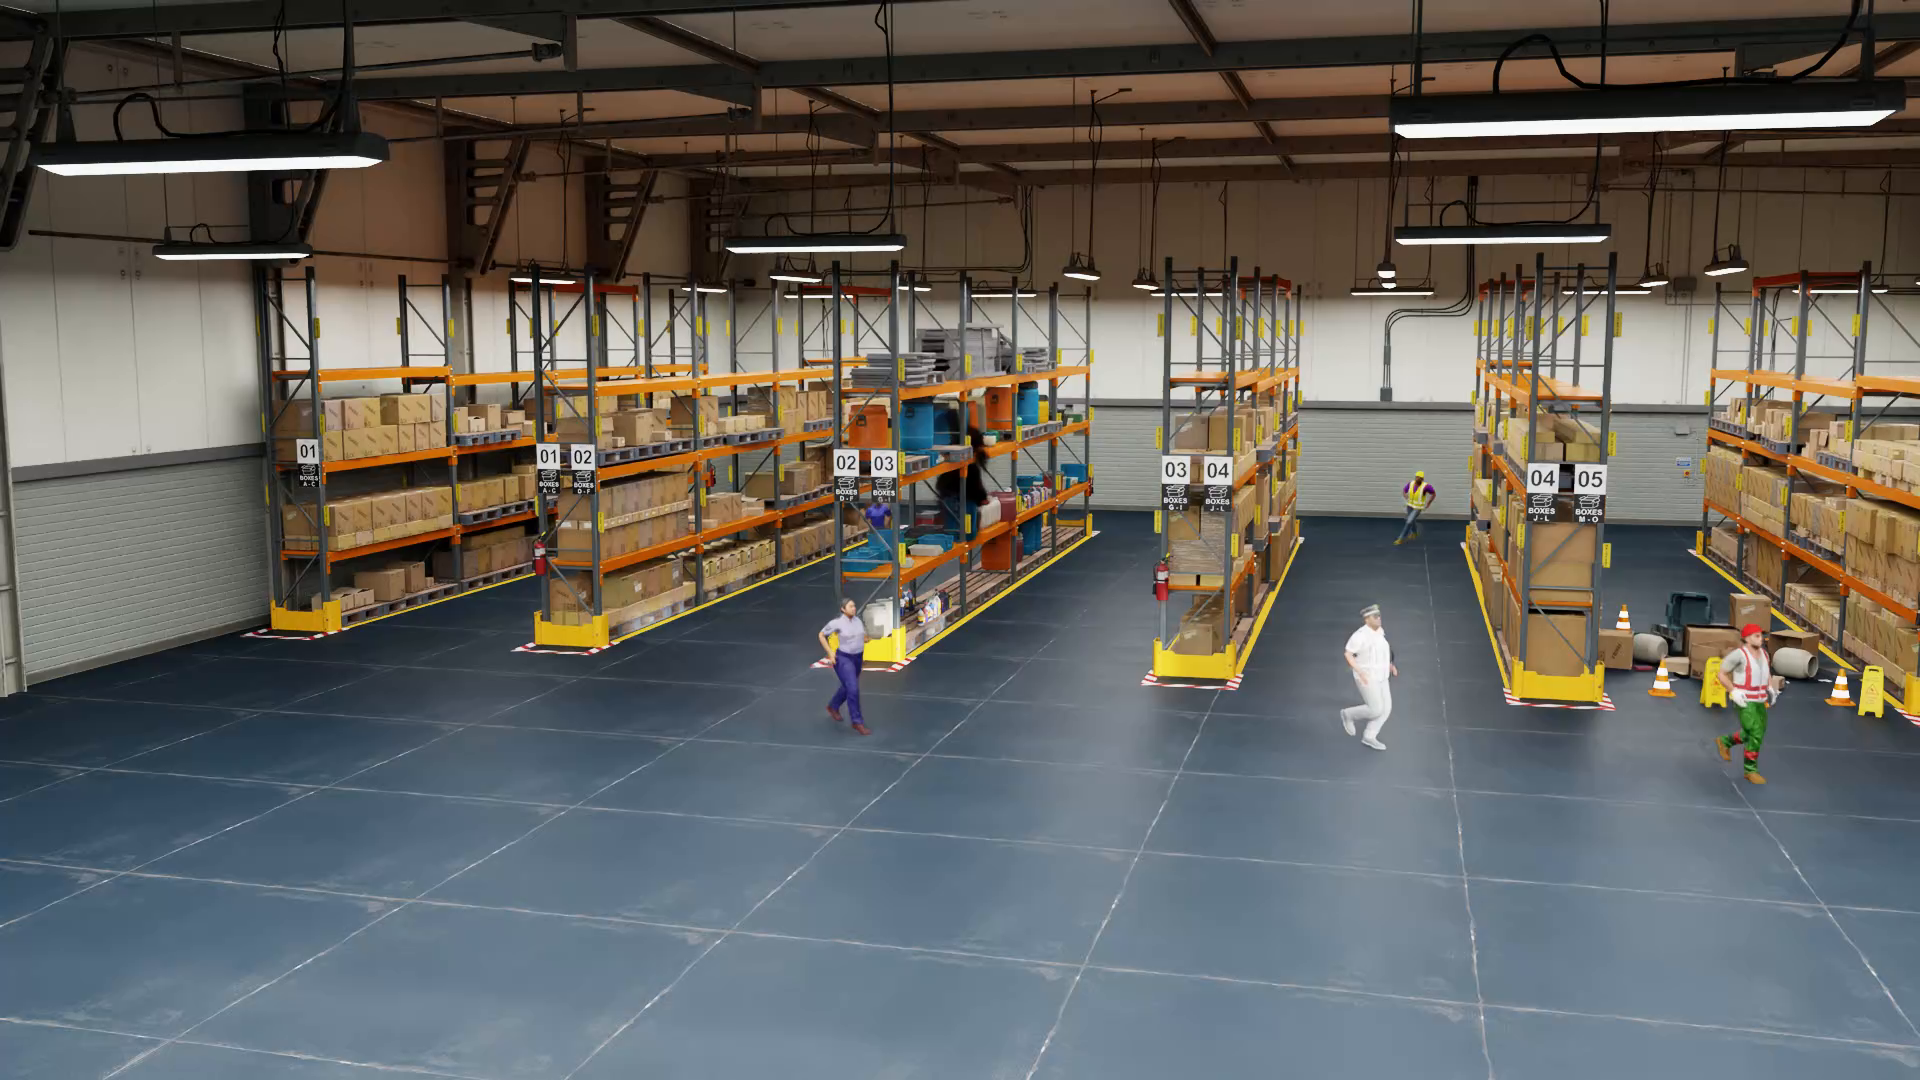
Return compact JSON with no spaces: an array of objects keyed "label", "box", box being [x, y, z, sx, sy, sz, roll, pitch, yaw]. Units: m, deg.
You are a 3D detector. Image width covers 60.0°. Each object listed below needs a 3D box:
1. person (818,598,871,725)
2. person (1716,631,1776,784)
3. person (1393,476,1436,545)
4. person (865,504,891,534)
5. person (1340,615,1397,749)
[{"label":"person","box":[-1.418,1.489,20.776,0.768,1.556,0.594,6,9,38]},{"label":"person","box":[8.775,1.812,18.625,0.678,1.712,0.767,-3,8,-24]},{"label":"person","box":[10.601,-0.743,38.721,0.986,1.689,0.779,-7,10,-42]},{"label":"person","box":[-1.680,-0.012,33.853,0.543,1.451,0.920,0,7,2]},{"label":"person","box":[4.920,1.655,19.990,0.671,1.687,0.598,-6,9,-40]}]
